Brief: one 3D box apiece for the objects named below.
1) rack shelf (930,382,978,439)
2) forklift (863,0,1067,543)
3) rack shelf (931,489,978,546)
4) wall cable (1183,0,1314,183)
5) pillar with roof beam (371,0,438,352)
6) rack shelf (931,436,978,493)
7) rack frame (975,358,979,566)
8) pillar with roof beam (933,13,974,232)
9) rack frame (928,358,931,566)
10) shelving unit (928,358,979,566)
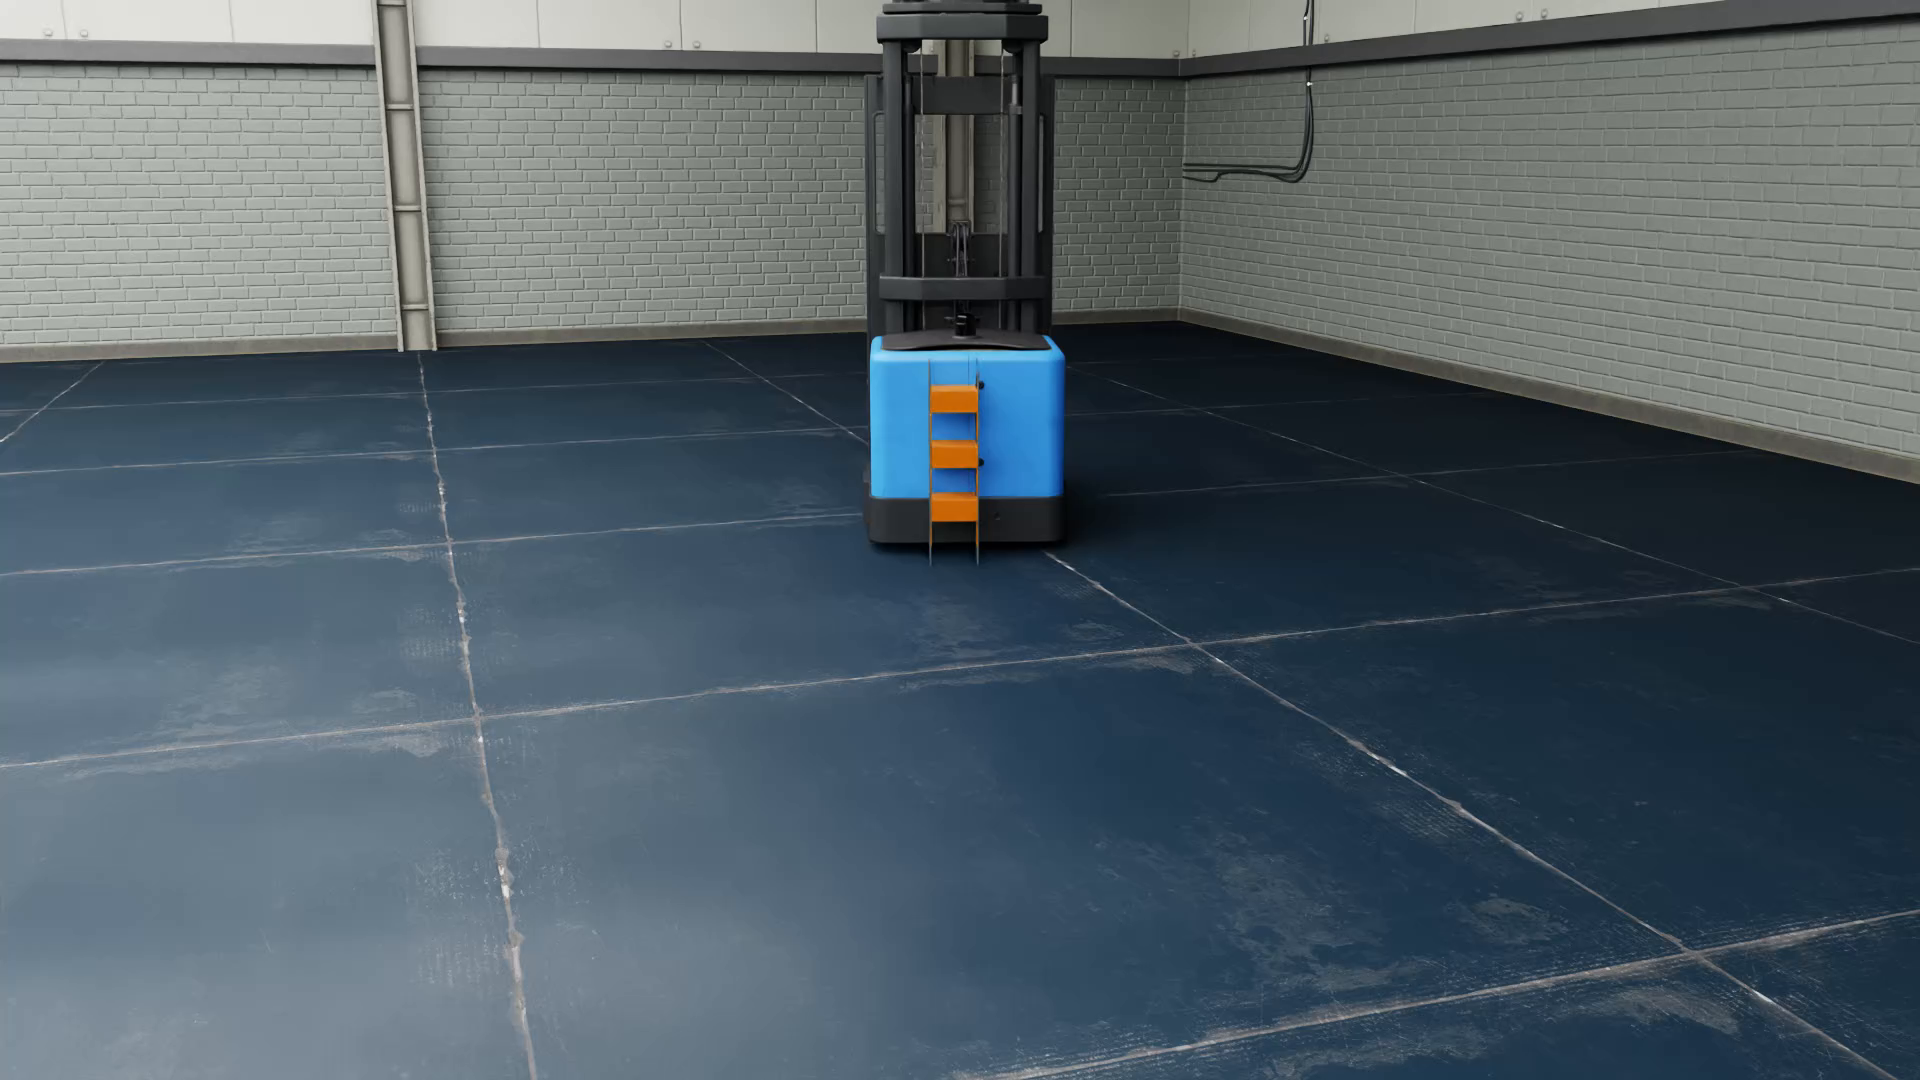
[{"bbox_3d":[-0.033,-0.664,8.486,0.240,0.259,0.215,-1,13,-2],"label":"rack shelf"},{"bbox_3d":[-0.015,-1.693,9.928,1.130,2.935,3.031,-1,13,-2],"label":"forklift"},{"bbox_3d":[-0.033,-0.118,8.617,0.240,0.259,0.215,-1,13,-2],"label":"rack shelf"},{"bbox_3d":[3.140,-5.264,18.538,0.112,2.526,3.097,-4,14,-18],"label":"wall cable"},{"bbox_3d":[-4.387,-5.460,12.652,0.400,9.000,9.100,-4,14,-18],"label":"pillar with roof beam"},{"bbox_3d":[-0.033,-0.388,8.552,0.240,0.259,0.215,-1,13,-2],"label":"rack shelf"},{"bbox_3d":[0.089,-0.400,8.554,0.008,1.050,0.200,-1,13,-2],"label":"rack frame"},{"bbox_3d":[1.300,-5.903,14.514,0.400,9.000,9.100,-4,14,-18],"label":"pillar with roof beam"},{"bbox_3d":[-0.155,-0.397,8.545,0.008,1.050,0.200,-1,13,-2],"label":"rack frame"},{"bbox_3d":[-0.033,-0.399,8.550,0.252,1.050,0.215,-1,13,-2],"label":"shelving unit"}]
